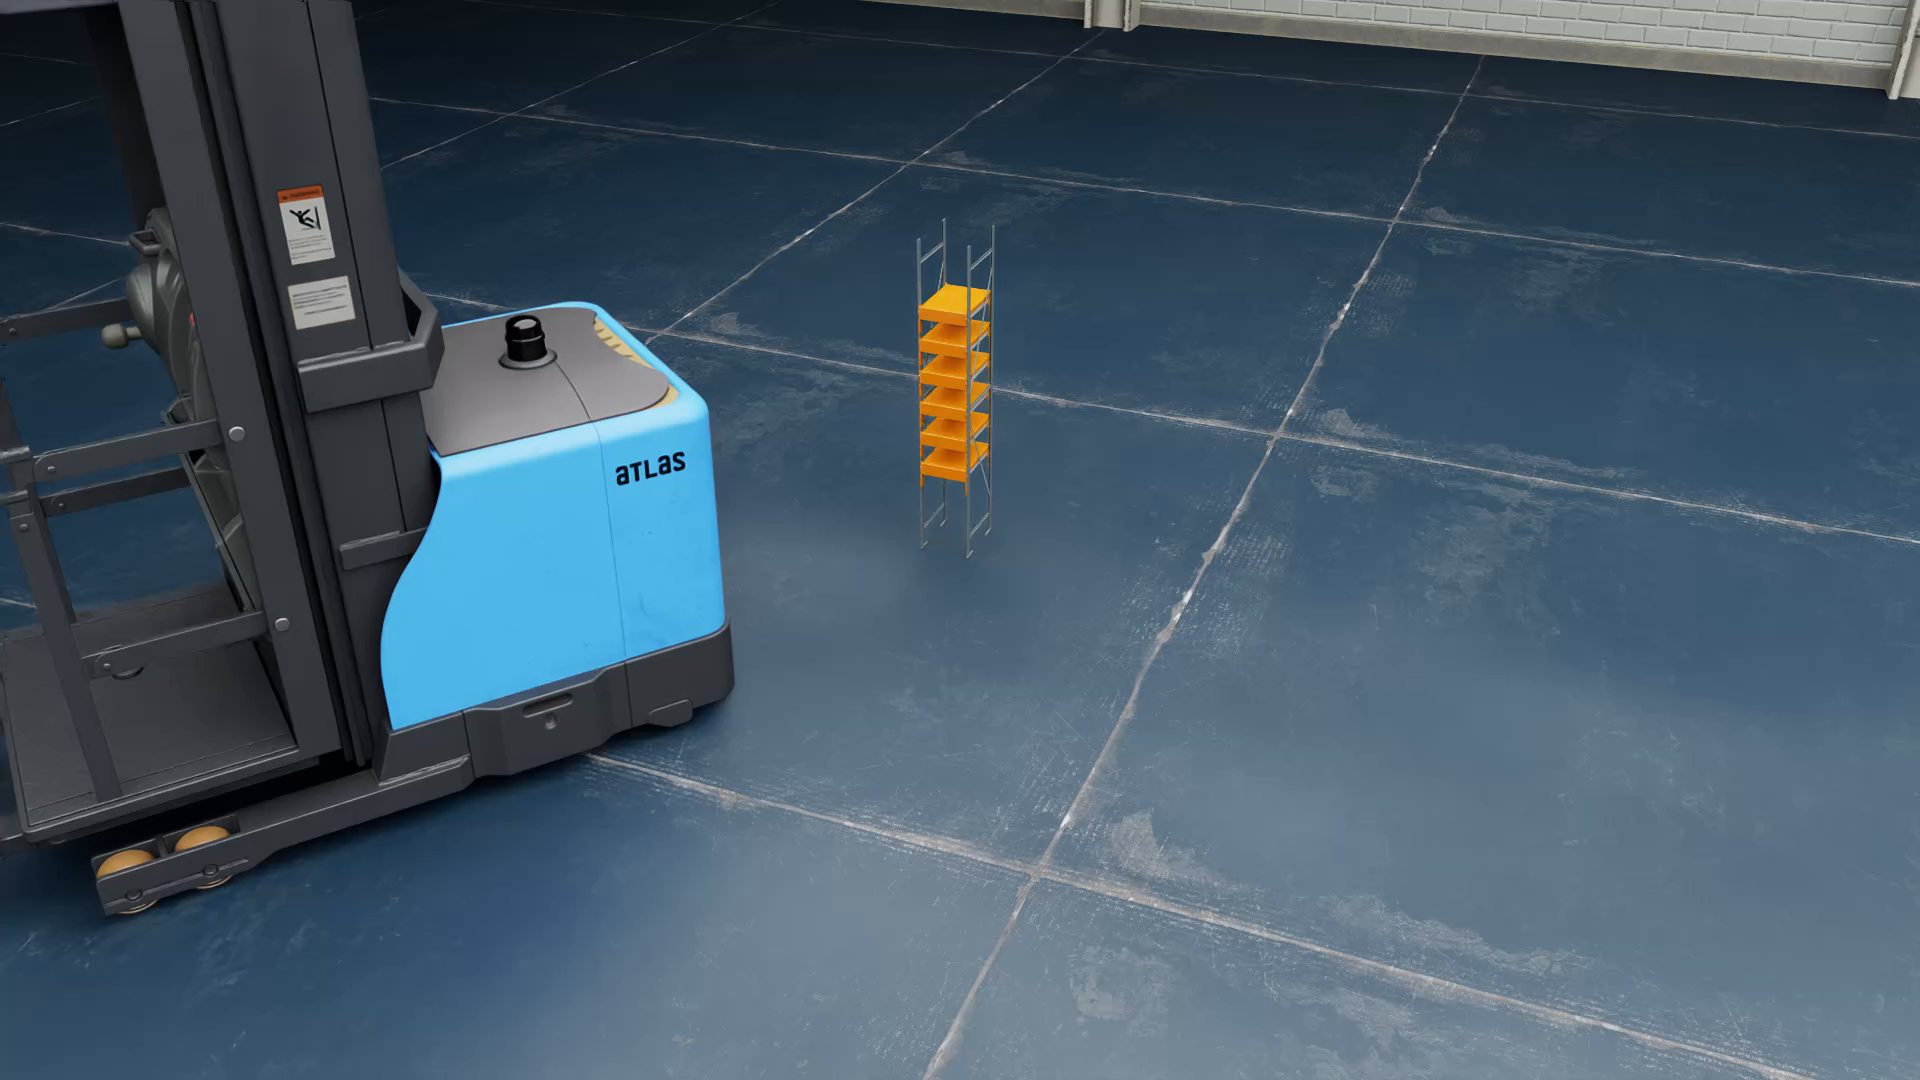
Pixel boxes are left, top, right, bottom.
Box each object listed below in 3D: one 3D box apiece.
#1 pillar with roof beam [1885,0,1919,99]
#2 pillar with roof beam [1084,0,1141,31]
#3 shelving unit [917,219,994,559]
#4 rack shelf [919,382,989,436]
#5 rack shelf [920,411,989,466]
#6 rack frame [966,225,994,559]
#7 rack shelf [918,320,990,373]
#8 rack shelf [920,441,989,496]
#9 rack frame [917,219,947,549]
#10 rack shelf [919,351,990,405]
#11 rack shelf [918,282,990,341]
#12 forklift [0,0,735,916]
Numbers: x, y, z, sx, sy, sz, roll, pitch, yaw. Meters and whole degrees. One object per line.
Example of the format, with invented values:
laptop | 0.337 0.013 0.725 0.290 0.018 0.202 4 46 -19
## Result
pillar with roof beam | 5.203 -5.117 6.158 0.400 9.000 9.100 11 31 19
pillar with roof beam | -0.357 -6.227 8.122 0.400 9.000 9.100 11 31 19
shelving unit | -0.013 -0.525 5.959 0.189 1.200 0.258 11 31 19
rack shelf | -0.013 -0.486 5.981 0.180 0.103 0.258 11 31 19
rack shelf | -0.013 -0.382 6.040 0.180 0.103 0.258 11 31 19
rack frame | 0.071 -0.508 5.930 0.006 1.200 0.240 11 31 19
rack shelf | -0.013 -0.695 5.863 0.180 0.103 0.258 11 31 19
rack shelf | -0.013 -0.277 6.099 0.180 0.103 0.258 11 31 19
rack frame | -0.098 -0.542 5.989 0.006 1.200 0.240 11 31 19
rack shelf | -0.013 -0.591 5.922 0.180 0.103 0.258 11 31 19
rack shelf | -0.013 -0.800 5.804 0.180 0.103 0.258 11 31 19
forklift | -2.244 -0.570 4.280 3.031 2.935 1.130 -17 33 -27
